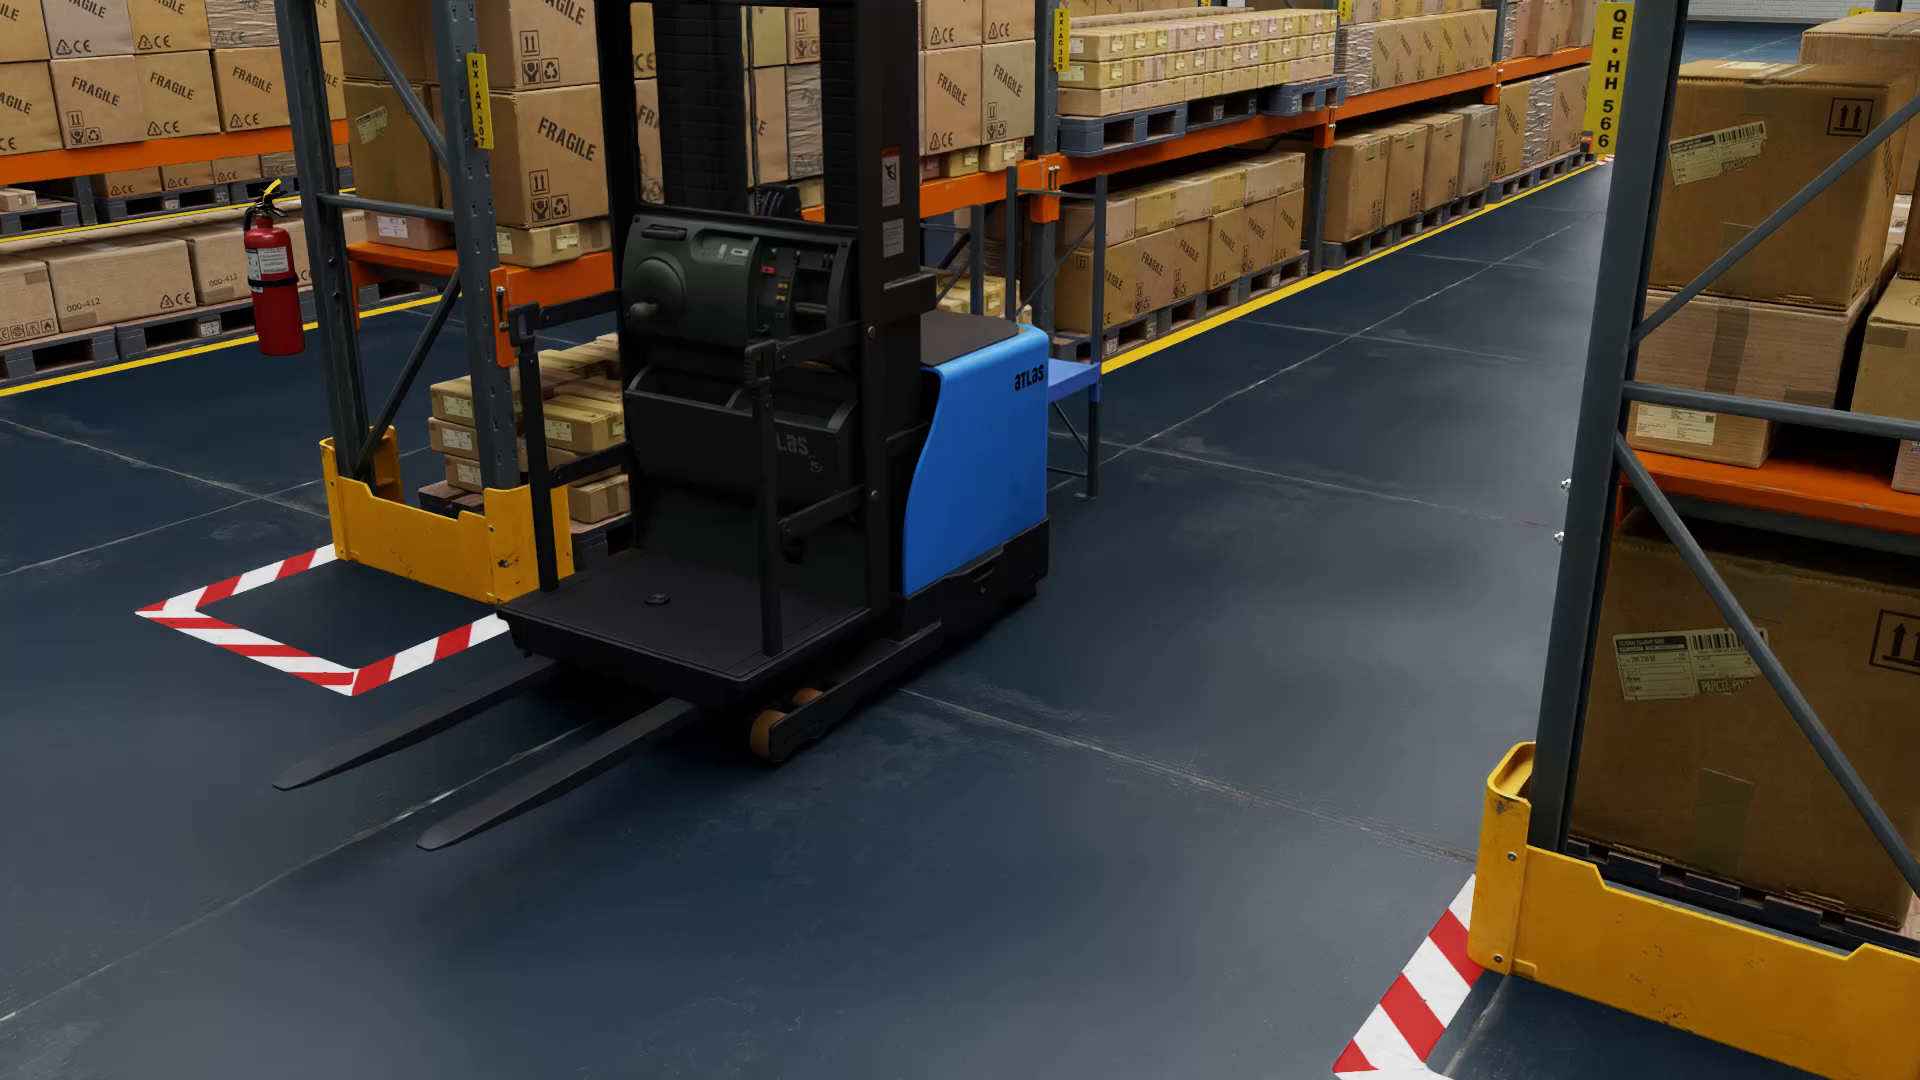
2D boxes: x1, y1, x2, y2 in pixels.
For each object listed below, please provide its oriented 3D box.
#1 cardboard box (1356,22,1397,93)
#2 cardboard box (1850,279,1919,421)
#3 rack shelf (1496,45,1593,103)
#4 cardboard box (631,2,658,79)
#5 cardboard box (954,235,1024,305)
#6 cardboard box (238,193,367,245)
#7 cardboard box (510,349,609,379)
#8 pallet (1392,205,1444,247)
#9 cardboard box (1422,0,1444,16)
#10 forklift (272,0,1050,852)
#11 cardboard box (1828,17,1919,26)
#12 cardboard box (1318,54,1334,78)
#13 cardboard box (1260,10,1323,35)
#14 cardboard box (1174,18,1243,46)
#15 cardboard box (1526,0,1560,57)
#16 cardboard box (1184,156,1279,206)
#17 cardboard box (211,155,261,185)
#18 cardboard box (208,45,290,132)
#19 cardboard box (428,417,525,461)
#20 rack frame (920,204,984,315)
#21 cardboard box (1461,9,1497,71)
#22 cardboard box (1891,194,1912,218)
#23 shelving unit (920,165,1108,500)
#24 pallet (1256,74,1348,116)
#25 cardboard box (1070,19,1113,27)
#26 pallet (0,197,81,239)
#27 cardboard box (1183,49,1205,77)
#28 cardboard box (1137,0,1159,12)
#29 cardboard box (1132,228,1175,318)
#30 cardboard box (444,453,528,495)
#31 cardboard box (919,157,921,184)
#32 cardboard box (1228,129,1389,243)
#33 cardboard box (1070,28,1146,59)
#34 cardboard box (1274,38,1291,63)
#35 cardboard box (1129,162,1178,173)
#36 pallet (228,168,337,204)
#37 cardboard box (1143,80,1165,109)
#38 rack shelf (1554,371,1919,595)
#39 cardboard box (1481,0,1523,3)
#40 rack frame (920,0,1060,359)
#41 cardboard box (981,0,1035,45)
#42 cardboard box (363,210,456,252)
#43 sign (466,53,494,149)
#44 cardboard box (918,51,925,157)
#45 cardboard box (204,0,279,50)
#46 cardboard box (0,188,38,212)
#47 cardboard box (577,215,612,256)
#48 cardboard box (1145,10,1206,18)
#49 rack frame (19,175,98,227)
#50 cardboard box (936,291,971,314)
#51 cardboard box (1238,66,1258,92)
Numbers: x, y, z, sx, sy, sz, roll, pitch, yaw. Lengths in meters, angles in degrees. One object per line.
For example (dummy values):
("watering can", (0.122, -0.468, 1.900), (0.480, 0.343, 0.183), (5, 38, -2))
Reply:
("cardboard box", (3.102, -3.821, 13.126), (0.500, 0.500, 0.500), (13, 24, 31))
("cardboard box", (2.384, -0.414, 3.847), (0.500, 0.250, 0.500), (13, 24, 30))
("rack shelf", (5.716, -4.935, 17.321), (1.077, 0.370, 4.000), (13, 24, 32))
("cardboard box", (-1.404, -2.134, 6.697), (0.500, 0.500, 0.500), (14, 25, 33))
("cardboard box", (0.302, -1.690, 10.507), (0.500, 0.500, 0.500), (13, 24, 31))
("cardboard box", (-4.498, -2.176, 11.912), (0.875, 0.438, 0.875), (13, 24, 31))
("cardboard box", (-1.837, -0.756, 7.632), (0.380, 0.149, 0.250), (13, 24, 31))
("pallet", (3.535, -2.803, 14.540), (1.003, 0.211, 1.213), (13, 24, 32))
("cardboard box", (3.746, -4.778, 14.274), (0.700, 0.500, 0.500), (14, 24, 32))
("forklift", (-0.863, -0.848, 5.332), (1.130, 2.935, 3.031), (13, 24, 31))
("cardboard box", (3.376, -1.601, 5.975), (0.500, 0.500, 0.500), (13, 24, 32))
("cardboard box", (2.446, -3.399, 11.888), (0.380, 0.149, 0.250), (14, 24, 33))
("cardboard box", (2.304, -3.608, 11.594), (0.380, 0.149, 0.250), (13, 24, 31))
("cardboard box", (1.571, -3.234, 10.584), (0.380, 0.149, 0.250), (14, 25, 33))
("cardboard box", (5.481, -5.172, 16.706), (0.875, 0.550, 0.550), (13, 24, 32))
("cardboard box", (1.901, -2.533, 11.706), (0.500, 0.250, 0.500), (14, 24, 33))
("cardboard box", (-7.130, -3.723, 16.005), (0.500, 0.500, 0.500), (12, 24, 30))
("cardboard box", (-4.661, -2.908, 10.659), (0.500, 0.500, 0.500), (13, 24, 31))
("cardboard box", (-2.093, -0.462, 7.266), (0.380, 0.149, 0.250), (13, 24, 30))
("rack frame", (-0.124, -0.643, 6.843), (0.500, 1.500, 0.032), (13, 24, 31))
("cardboard box", (4.519, -4.544, 15.081), (0.500, 0.500, 0.500), (13, 24, 32))
("cardboard box", (2.805, -0.961, 5.327), (0.500, 0.250, 0.500), (13, 24, 32))
("shelving unit", (0.151, -0.792, 7.243), (0.538, 1.500, 1.048), (13, 24, 31))
("pallet", (2.031, -3.236, 11.966), (1.213, 0.211, 1.003), (13, 24, 32))
("cardboard box", (0.744, -3.211, 10.522), (0.380, 0.149, 0.250), (12, 24, 30))
("pallet", (-8.550, -2.802, 14.536), (1.003, 0.211, 1.213), (13, 24, 32))
("cardboard box", (1.281, -2.947, 10.236), (0.380, 0.149, 0.250), (14, 25, 34))
("cardboard box", (2.043, -6.474, 19.871), (0.500, 0.500, 0.500), (13, 24, 32))
("cardboard box", (1.025, -1.741, 10.645), (0.500, 0.500, 0.500), (15, 25, 34))
("cardboard box", (-2.031, -0.307, 7.276), (0.380, 0.149, 0.250), (14, 24, 33))
("cardboard box", (-0.420, -1.845, 8.291), (0.380, 0.149, 0.250), (12, 23, 30))
("cardboard box", (2.760, -2.850, 13.284), (1.050, 0.750, 0.750), (13, 24, 31))
("cardboard box", (0.848, -2.866, 9.589), (0.380, 0.149, 0.250), (14, 25, 33))
("cardboard box", (2.007, -3.315, 11.230), (0.380, 0.149, 0.250), (13, 24, 32))
("cardboard box", (1.181, -2.492, 11.595), (0.500, 0.250, 0.500), (13, 24, 32))
("pallet", (-7.052, -3.591, 16.670), (1.003, 0.211, 1.213), (13, 24, 32))
("cardboard box", (0.991, -2.658, 9.883), (0.380, 0.149, 0.250), (13, 24, 32))
("rack shelf", (3.016, -0.496, 5.319), (1.077, 0.370, 4.000), (13, 24, 32))
("cardboard box", (4.828, -5.375, 15.699), (0.875, 0.550, 0.550), (13, 24, 32))
("rack frame", (0.095, -2.404, 9.439), (1.000, 3.000, 0.127), (13, 24, 32))
("cardboard box", (0.054, -2.871, 8.690), (0.500, 0.500, 0.500), (12, 24, 30))
("cardboard box", (-2.204, -1.287, 6.782), (0.380, 0.149, 0.250), (13, 24, 32))
("sign", (-1.705, -1.556, 5.900), (0.100, 0.325, 0.005), (13, 24, 32))
("cardboard box", (-0.517, -2.105, 8.059), (0.500, 0.500, 0.500), (13, 24, 32))
("cardboard box", (-4.663, -3.375, 10.479), (0.500, 0.500, 0.500), (14, 24, 33))
("cardboard box", (-8.234, -2.950, 14.419), (0.380, 0.149, 0.250), (12, 24, 30))
("cardboard box", (-1.592, -1.248, 6.678), (0.380, 0.149, 0.250), (14, 25, 34))
("cardboard box", (1.483, -3.592, 11.550), (0.380, 0.149, 0.250), (12, 24, 30))
("rack frame", (-8.163, -4.307, 14.585), (1.000, 3.000, 0.127), (13, 24, 32))
("cardboard box", (-0.135, -1.236, 8.928), (0.380, 0.149, 0.250), (13, 24, 31))
("cardboard box", (1.721, -3.032, 10.895), (0.380, 0.149, 0.250), (14, 25, 33))
